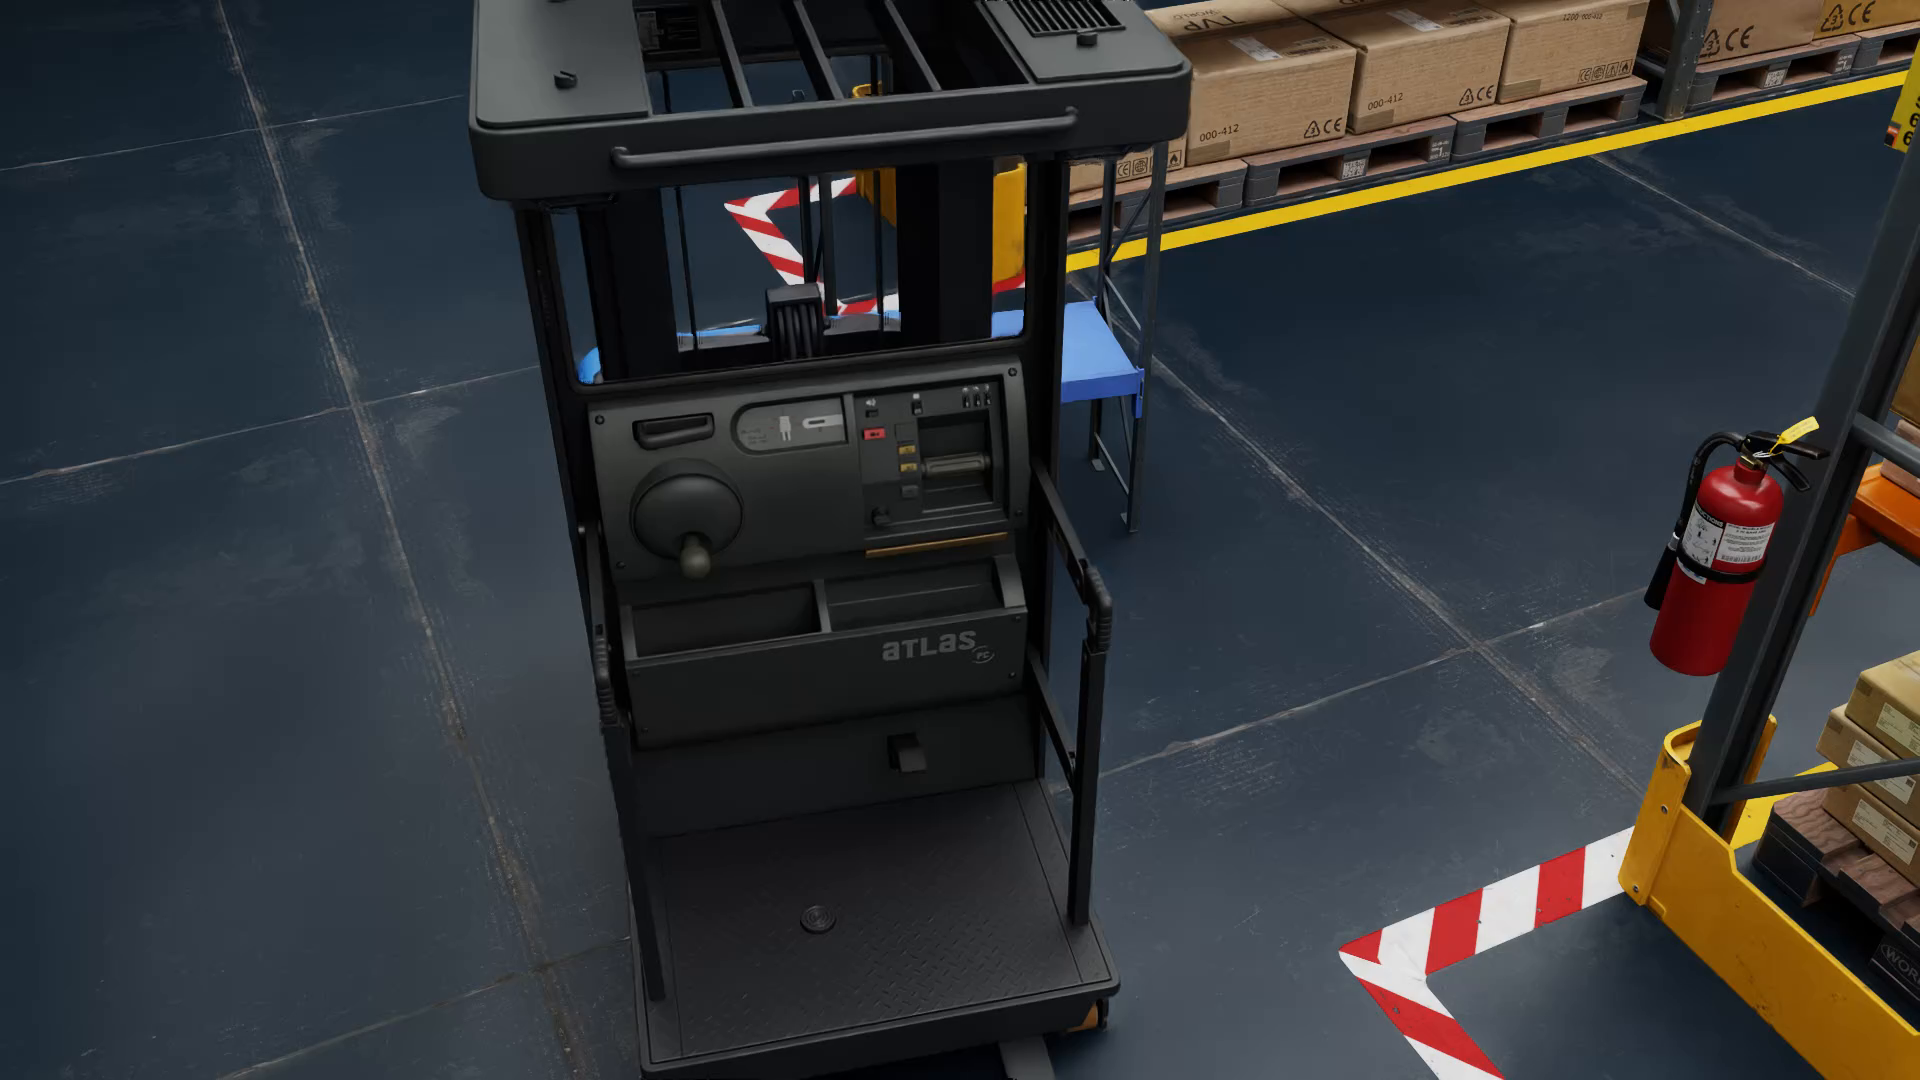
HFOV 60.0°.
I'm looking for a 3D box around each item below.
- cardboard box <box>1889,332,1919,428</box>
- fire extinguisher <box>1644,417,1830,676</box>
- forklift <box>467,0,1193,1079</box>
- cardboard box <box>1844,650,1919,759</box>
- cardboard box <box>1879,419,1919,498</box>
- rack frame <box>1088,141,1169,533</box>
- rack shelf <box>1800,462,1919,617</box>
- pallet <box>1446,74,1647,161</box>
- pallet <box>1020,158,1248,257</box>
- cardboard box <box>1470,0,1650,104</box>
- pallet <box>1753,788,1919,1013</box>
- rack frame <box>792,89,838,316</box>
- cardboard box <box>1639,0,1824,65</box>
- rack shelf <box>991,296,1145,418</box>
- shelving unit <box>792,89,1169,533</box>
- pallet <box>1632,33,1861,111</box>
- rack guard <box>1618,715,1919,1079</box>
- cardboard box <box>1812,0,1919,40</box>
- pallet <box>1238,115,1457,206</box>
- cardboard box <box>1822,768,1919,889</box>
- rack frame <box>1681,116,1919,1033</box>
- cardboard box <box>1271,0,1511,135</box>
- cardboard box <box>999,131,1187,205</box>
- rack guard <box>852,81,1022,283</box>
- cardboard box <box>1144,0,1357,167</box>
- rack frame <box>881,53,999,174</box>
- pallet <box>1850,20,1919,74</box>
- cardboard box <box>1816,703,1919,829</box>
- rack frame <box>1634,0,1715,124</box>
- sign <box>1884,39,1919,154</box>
[{"bbox_3d":[2.394,-0.417,3.461,0.500,0.500,0.500,-15,39,-19],"label":"cardboard box"},{"bbox_3d":[1.672,-0.009,3.622,0.183,0.674,0.296,-16,39,-20],"label":"fire extinguisher"},{"bbox_3d":[-0.263,-0.084,3.403,1.130,2.935,3.031,-8,37,-10],"label":"forklift"},{"bbox_3d":[2.468,0.462,4.151,0.250,0.149,0.380,-15,39,-19],"label":"cardboard box"},{"bbox_3d":[2.271,-0.139,3.630,0.250,0.149,0.380,-16,39,-20],"label":"cardboard box"},{"bbox_3d":[0.548,-0.772,5.532,0.032,1.500,0.500,-8,37,-11],"label":"rack frame"},{"bbox_3d":[3.907,-0.222,4.136,4.000,0.370,1.077,-16,39,-20],"label":"rack shelf"},{"bbox_3d":[2.801,-2.391,8.796,1.213,0.211,1.003,-16,39,-20],"label":"pallet"},{"bbox_3d":[0.592,-1.773,7.964,1.213,0.211,1.003,-16,39,-20],"label":"pallet"},{"bbox_3d":[2.909,-2.700,8.670,0.875,0.438,0.875,-16,40,-21],"label":"cardboard box"},{"bbox_3d":[2.915,0.909,4.347,1.213,0.211,1.003,-16,39,-20],"label":"pallet"},{"bbox_3d":[-0.441,-0.632,5.343,0.032,1.500,0.500,-8,37,-11],"label":"rack frame"},{"bbox_3d":[4.050,-3.177,8.946,0.875,0.875,0.875,-14,39,-19],"label":"cardboard box"},{"bbox_3d":[0.053,-0.557,5.545,1.000,0.185,0.538,-8,37,-11],"label":"rack shelf"},{"bbox_3d":[0.053,-0.702,5.437,1.048,1.500,0.538,-8,37,-11],"label":"shelving unit"},{"bbox_3d":[4.189,-2.777,9.317,1.213,0.211,1.003,-16,39,-20],"label":"pallet"},{"bbox_3d":[2.165,0.980,4.009,0.348,0.500,1.175,-16,39,-20],"label":"rack guard"},{"bbox_3d":[4.864,-3.410,9.260,0.875,0.875,0.875,-14,39,-19],"label":"cardboard box"},{"bbox_3d":[1.695,-2.080,8.377,1.213,0.211,1.003,-16,39,-20],"label":"pallet"},{"bbox_3d":[2.484,0.726,4.294,0.250,0.149,0.380,-15,39,-19],"label":"cardboard box"},{"bbox_3d":[2.096,-0.005,3.239,0.127,3.000,1.000,-16,39,-20],"label":"rack frame"},{"bbox_3d":[2.098,-2.473,8.364,0.875,0.438,0.875,-17,40,-21],"label":"cardboard box"},{"bbox_3d":[0.457,-2.009,7.739,0.875,0.438,0.875,-17,40,-21],"label":"cardboard box"},{"bbox_3d":[-0.120,-1.639,7.540,0.348,0.500,1.175,-16,39,-20],"label":"rack guard"},{"bbox_3d":[1.281,-2.246,8.058,0.875,0.438,0.875,-15,39,-19],"label":"cardboard box"},{"bbox_3d":[-0.098,-2.649,6.803,0.127,3.000,1.000,-16,39,-20],"label":"rack frame"},{"bbox_3d":[5.295,-3.088,9.737,1.213,0.211,1.003,-16,39,-20],"label":"pallet"},{"bbox_3d":[2.453,0.564,4.262,0.250,0.149,0.380,-17,40,-21],"label":"cardboard box"},{"bbox_3d":[3.523,-3.661,8.168,0.127,3.000,1.000,-16,39,-20],"label":"rack frame"},{"bbox_3d":[1.879,-0.901,3.210,0.005,0.325,0.100,-16,39,-20],"label":"sign"}]
